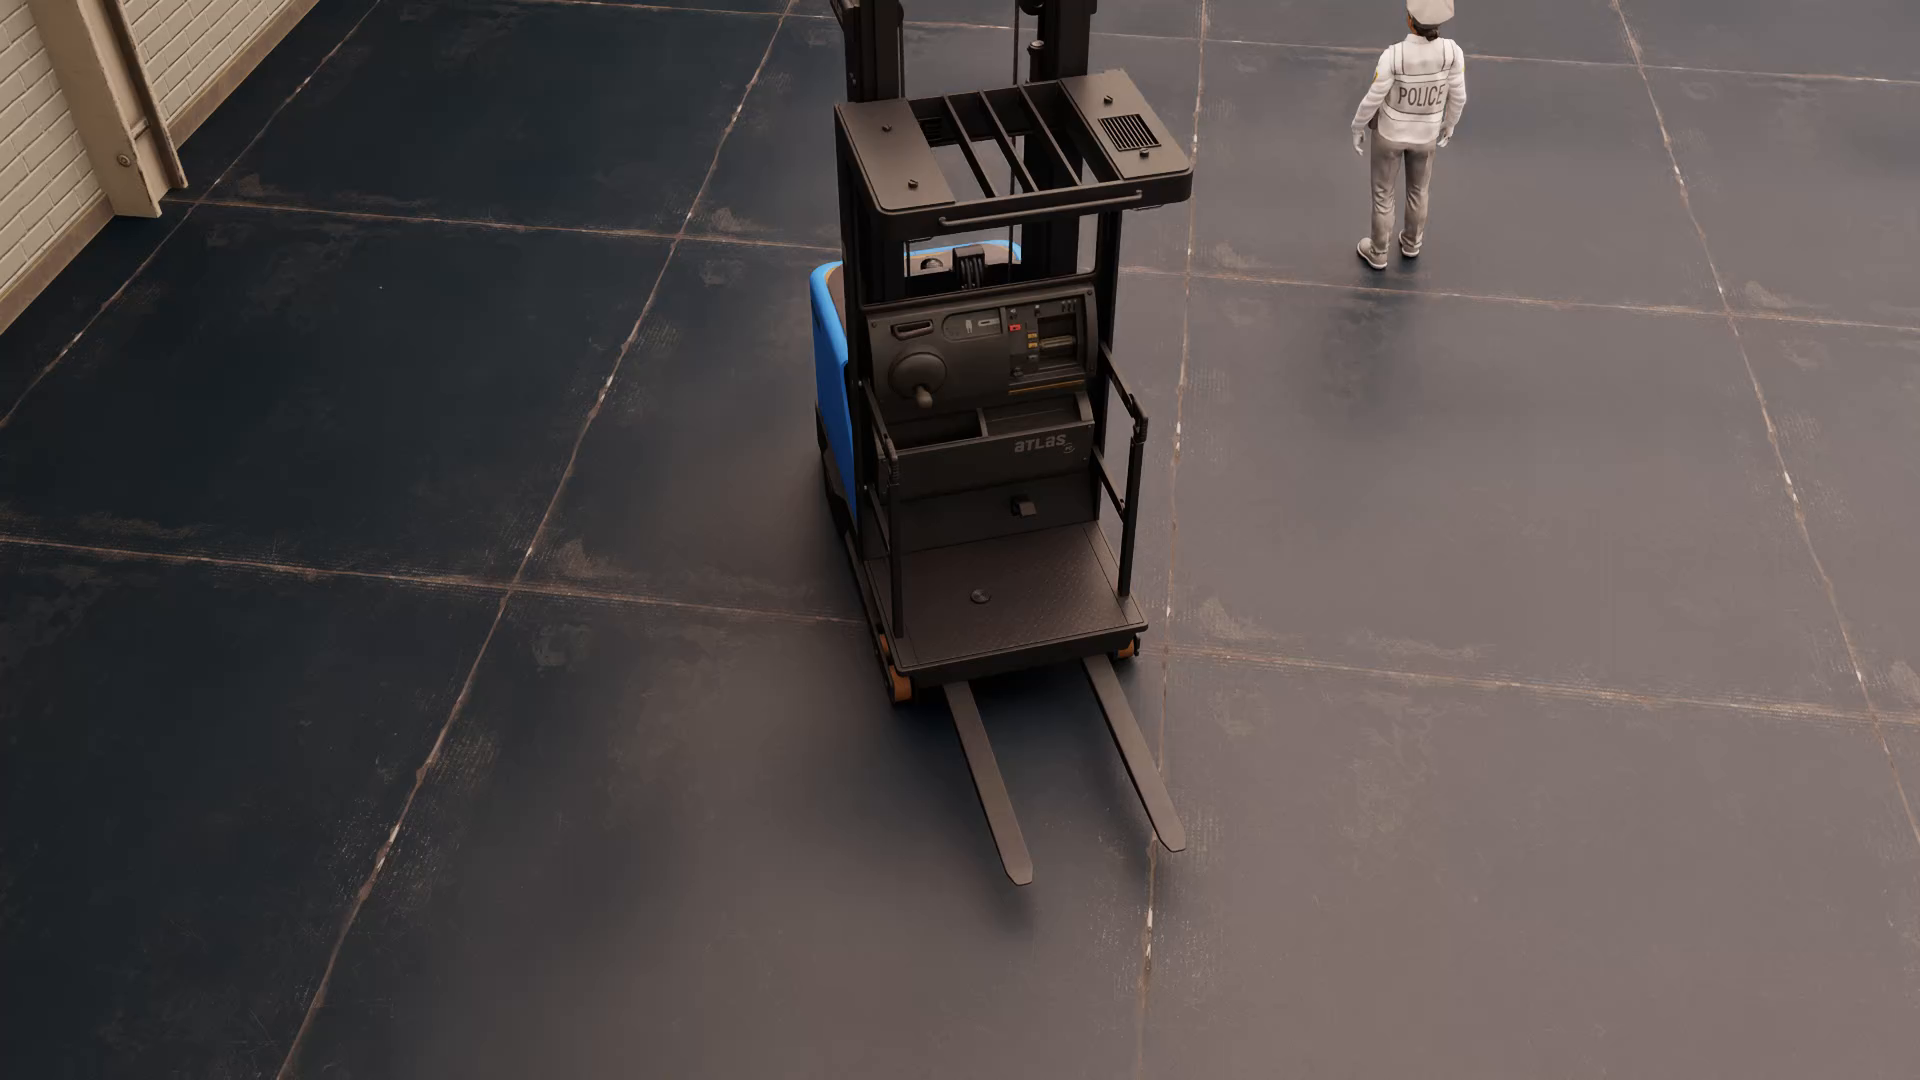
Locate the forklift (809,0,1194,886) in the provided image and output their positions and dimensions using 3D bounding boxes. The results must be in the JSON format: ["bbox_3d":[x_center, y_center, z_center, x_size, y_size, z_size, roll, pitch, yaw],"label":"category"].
[{"bbox_3d":[0.153,-0.681,6.465,1.130,2.935,3.031,-10,44,-11],"label":"forklift"}]

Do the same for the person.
[{"bbox_3d":[2.419,-2.260,9.087,0.588,1.696,0.533,-1,43,-2],"label":"person"}]
